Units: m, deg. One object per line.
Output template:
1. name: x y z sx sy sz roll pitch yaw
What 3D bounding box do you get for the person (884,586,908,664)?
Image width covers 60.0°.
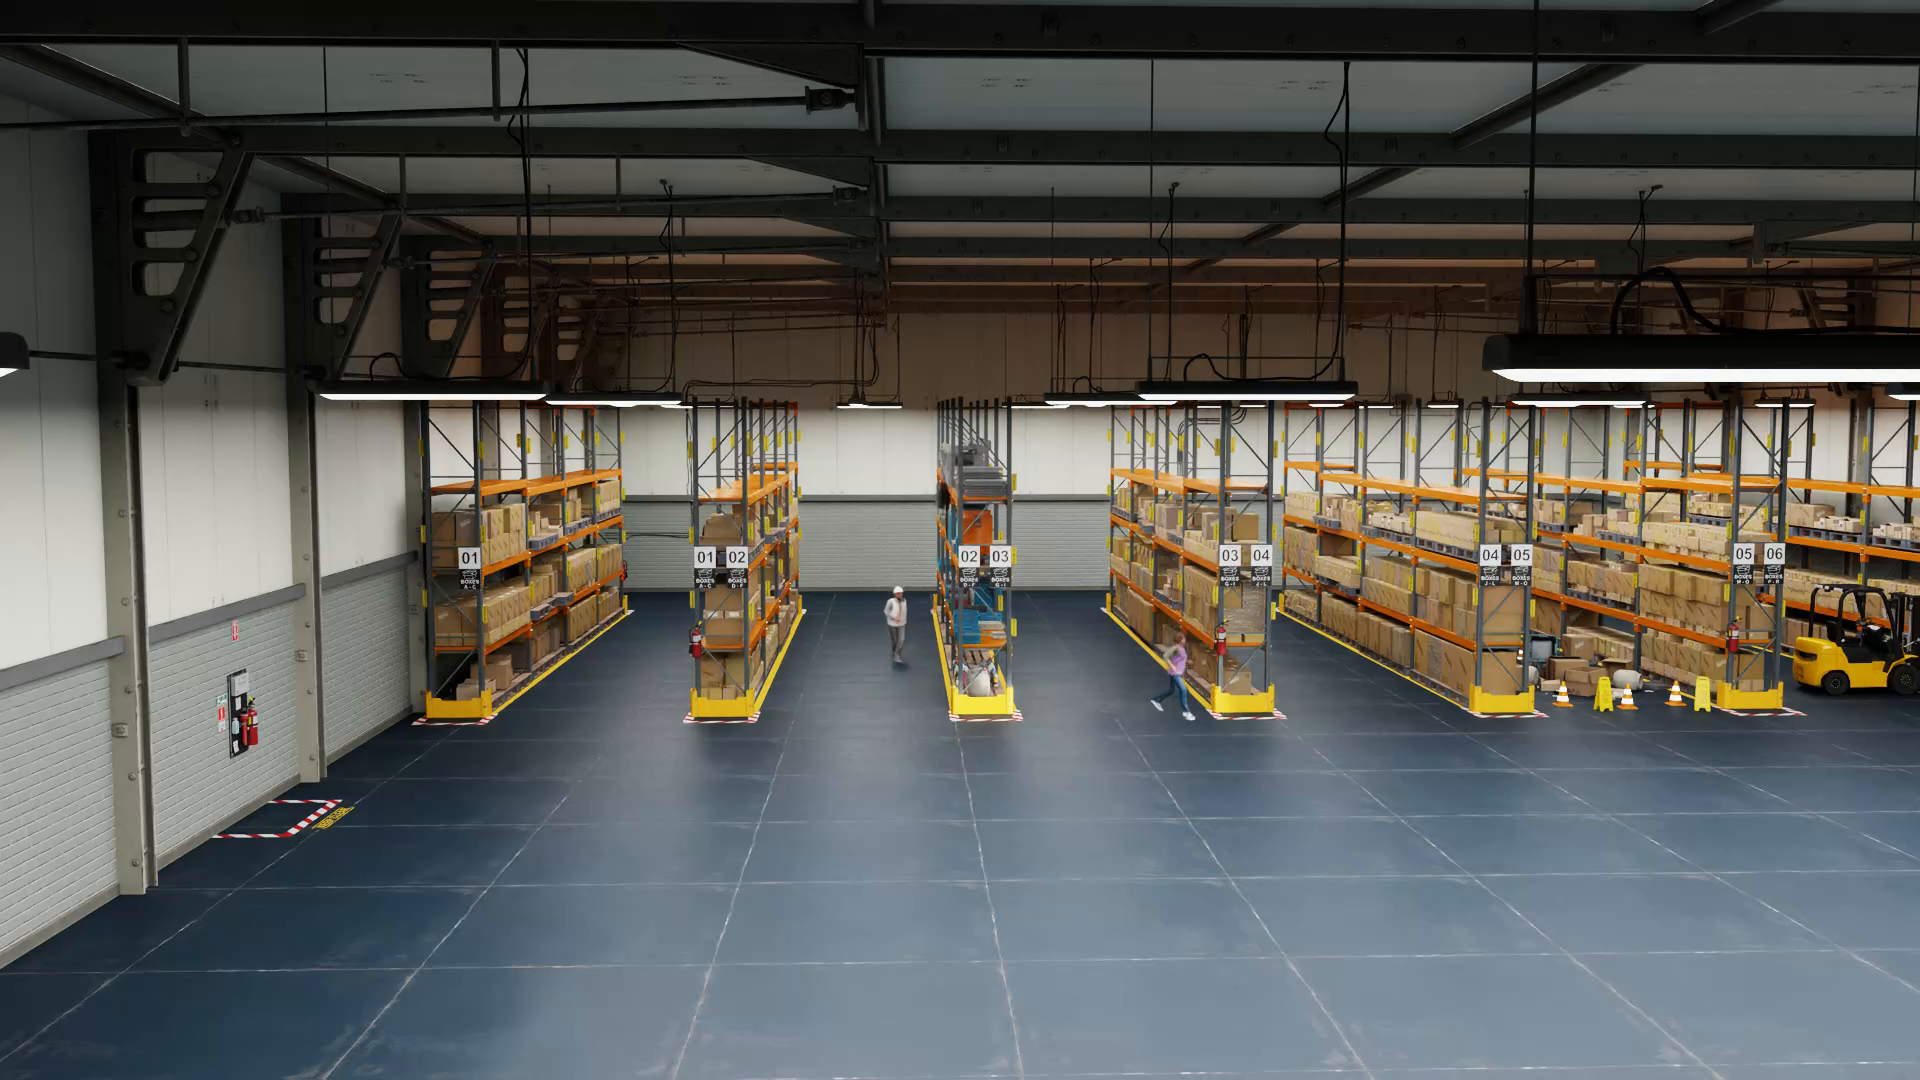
1. person: -1.467 1.913 37.978 0.635 1.749 0.830 -1 5 -18

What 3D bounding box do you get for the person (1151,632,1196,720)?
1. person: 3.986 2.524 31.049 0.891 1.611 0.563 2 5 23
